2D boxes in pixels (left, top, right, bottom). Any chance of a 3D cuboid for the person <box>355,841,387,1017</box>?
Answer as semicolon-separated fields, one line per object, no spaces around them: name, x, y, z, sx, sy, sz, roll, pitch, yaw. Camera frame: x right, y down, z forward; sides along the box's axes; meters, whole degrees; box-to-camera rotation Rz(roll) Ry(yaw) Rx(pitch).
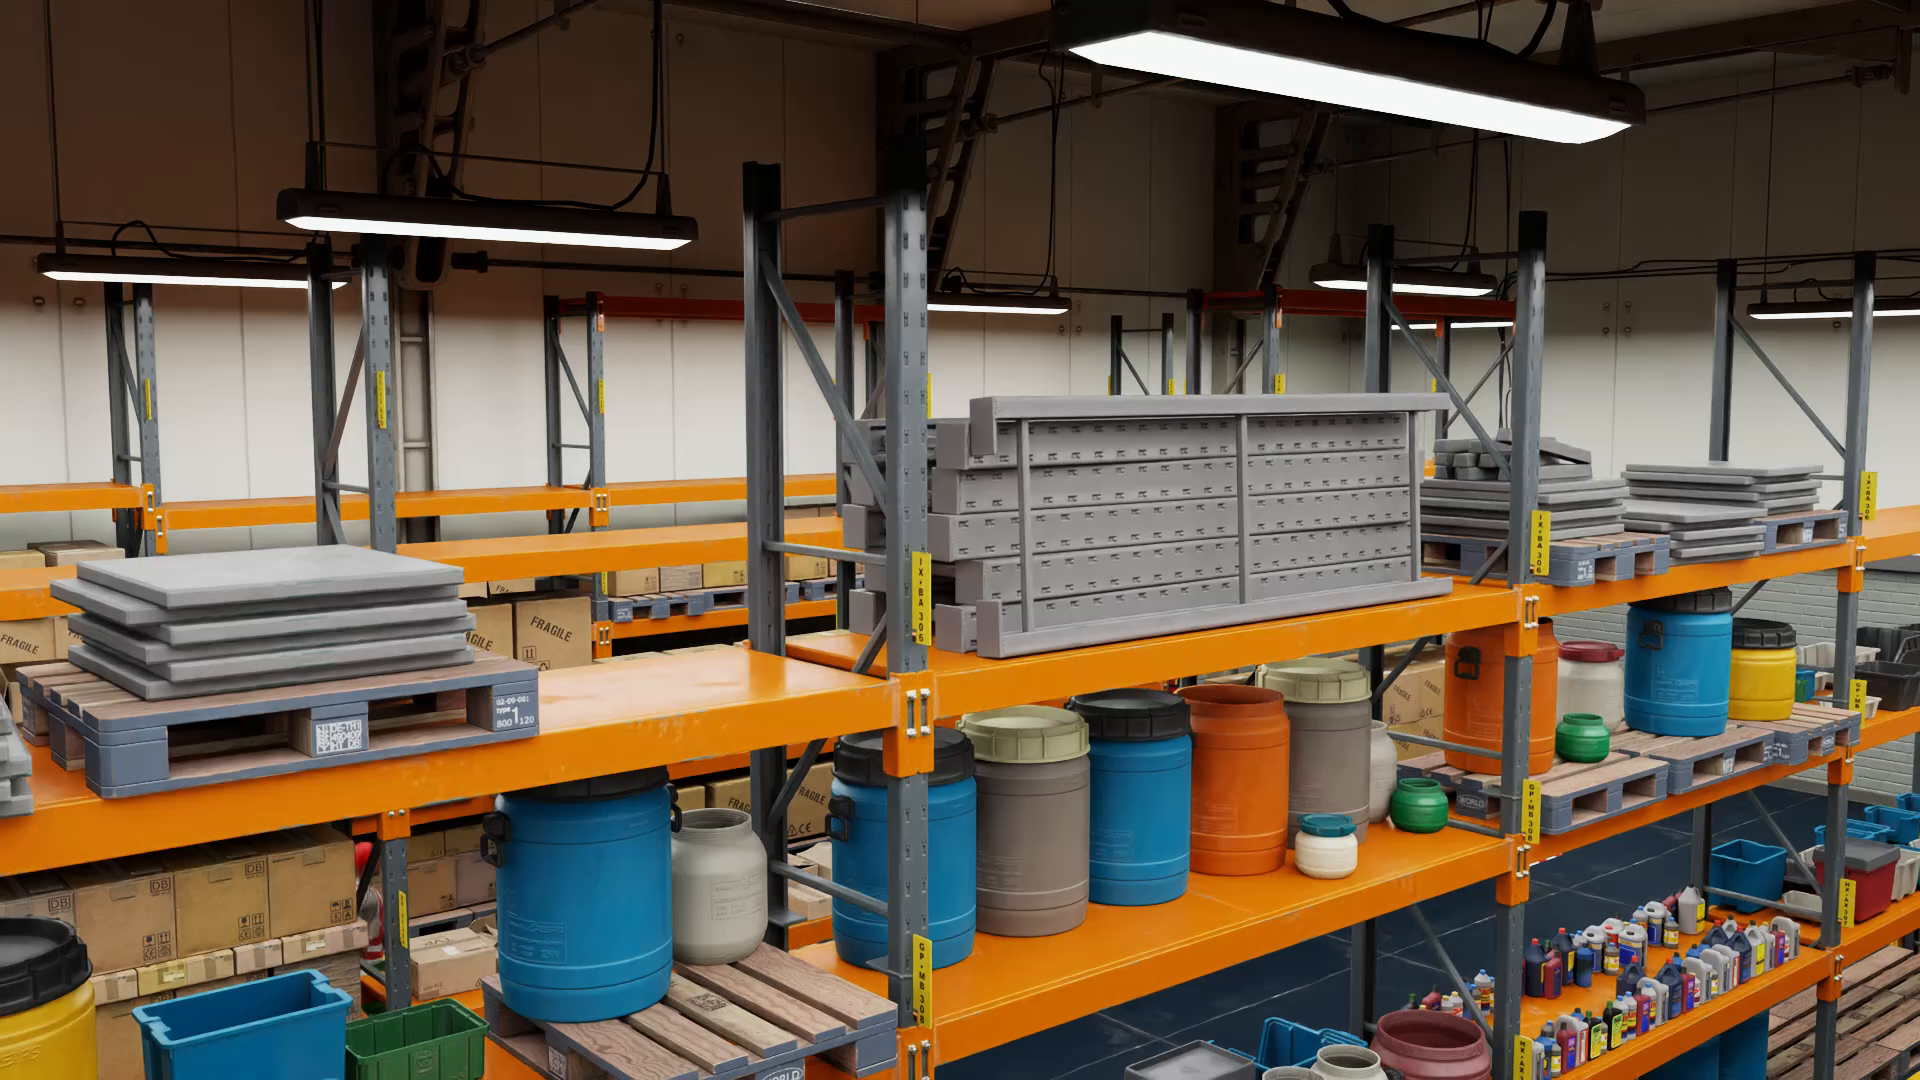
person;-4.430;3.104;12.175;0.498;1.782;0.584;-3;6;-29
